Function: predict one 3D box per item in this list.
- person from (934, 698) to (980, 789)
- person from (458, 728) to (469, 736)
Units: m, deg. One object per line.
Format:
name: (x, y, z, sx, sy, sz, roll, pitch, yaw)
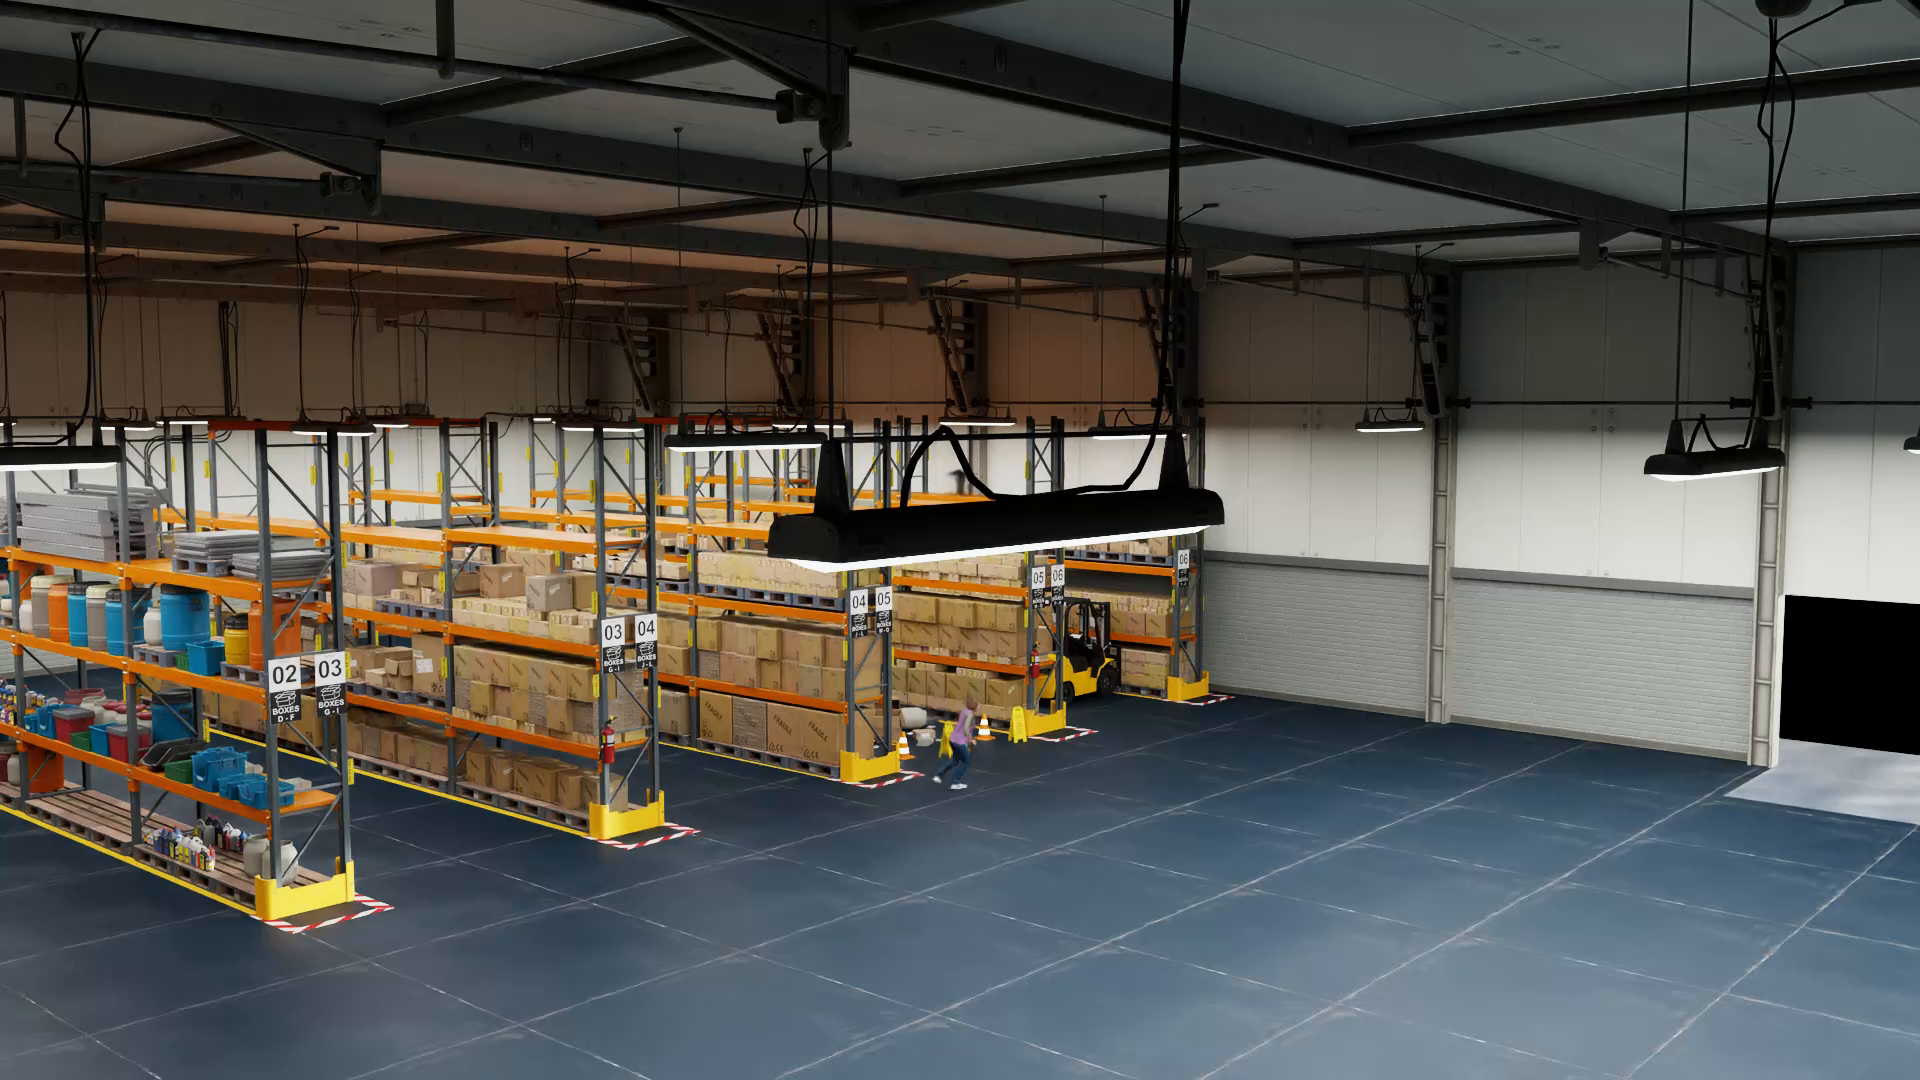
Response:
person: (-0.042, 3.325, 27.179, 0.726, 1.502, 0.517, -1, 5, -17)
person: (-9.024, 2.921, 30.423, 0.686, 1.760, 0.656, 3, 6, 35)
